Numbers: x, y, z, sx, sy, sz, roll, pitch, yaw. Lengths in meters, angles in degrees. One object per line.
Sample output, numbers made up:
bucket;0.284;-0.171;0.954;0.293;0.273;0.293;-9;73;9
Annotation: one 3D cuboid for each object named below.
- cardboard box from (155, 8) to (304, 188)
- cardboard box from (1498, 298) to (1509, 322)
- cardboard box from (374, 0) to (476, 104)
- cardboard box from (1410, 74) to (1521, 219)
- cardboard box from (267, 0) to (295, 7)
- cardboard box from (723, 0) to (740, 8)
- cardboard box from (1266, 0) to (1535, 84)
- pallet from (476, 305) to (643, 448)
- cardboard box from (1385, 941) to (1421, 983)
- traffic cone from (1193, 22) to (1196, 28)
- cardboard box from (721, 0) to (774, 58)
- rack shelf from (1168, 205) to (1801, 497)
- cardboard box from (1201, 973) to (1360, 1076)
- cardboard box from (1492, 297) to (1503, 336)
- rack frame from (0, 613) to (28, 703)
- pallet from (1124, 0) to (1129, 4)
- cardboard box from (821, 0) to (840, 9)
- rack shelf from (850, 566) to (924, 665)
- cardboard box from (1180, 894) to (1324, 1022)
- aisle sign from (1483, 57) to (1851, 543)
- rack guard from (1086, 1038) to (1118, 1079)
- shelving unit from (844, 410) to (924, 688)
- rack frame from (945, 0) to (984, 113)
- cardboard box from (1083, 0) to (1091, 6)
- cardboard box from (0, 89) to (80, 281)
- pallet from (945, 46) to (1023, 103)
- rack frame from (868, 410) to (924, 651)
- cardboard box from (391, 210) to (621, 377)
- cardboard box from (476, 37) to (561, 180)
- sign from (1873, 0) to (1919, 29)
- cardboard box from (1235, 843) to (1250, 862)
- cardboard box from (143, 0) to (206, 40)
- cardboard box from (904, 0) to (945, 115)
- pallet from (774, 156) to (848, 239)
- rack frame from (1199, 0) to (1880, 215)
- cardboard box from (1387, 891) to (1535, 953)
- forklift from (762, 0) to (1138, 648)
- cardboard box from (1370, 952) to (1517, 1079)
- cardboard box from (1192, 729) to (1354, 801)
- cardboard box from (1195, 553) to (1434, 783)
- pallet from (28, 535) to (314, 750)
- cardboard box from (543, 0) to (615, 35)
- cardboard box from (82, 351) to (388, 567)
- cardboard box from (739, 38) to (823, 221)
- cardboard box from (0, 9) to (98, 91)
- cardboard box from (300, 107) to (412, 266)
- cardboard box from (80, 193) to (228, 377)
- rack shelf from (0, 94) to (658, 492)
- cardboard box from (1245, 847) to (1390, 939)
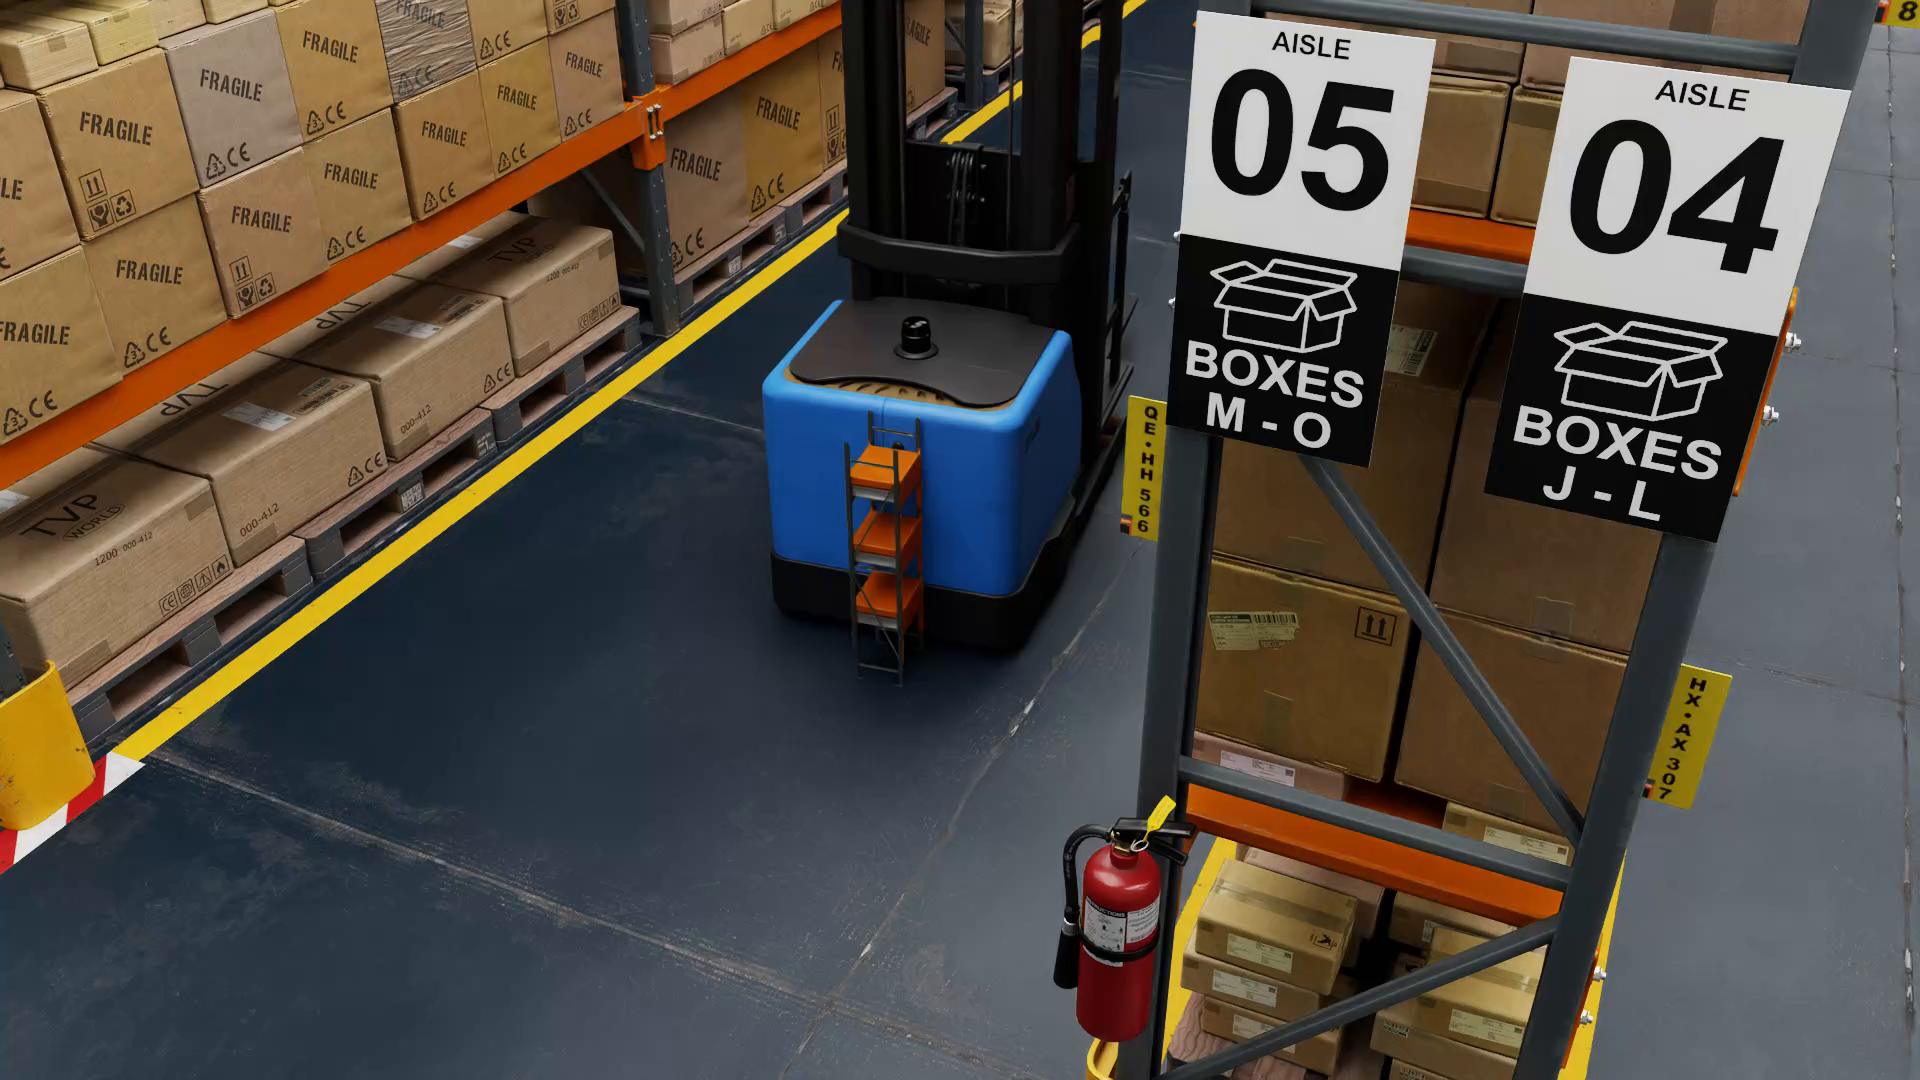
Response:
cardboard box;-2.783;-1.623;5.987;0.500;0.500;0.500;14;36;20
cardboard box;1.512;-0.387;3.831;0.500;0.500;0.500;15;36;22
cardboard box;-2.358;-2.120;6.744;0.500;0.500;0.500;15;36;21
cardboard box;0.828;-0.866;3.237;0.500;0.250;0.500;13;36;19
cardboard box;-2.574;-2.080;6.092;0.380;0.149;0.250;13;36;19
cardboard box;-1.354;-3.032;8.819;0.500;0.250;0.500;15;36;21
cardboard box;0.839;-1.076;3.101;0.500;0.250;0.500;13;35;19
pallet;-2.376;-0.938;8.488;1.003;0.211;1.213;14;36;20
cardboard box;1.423;1.293;4.760;0.380;0.149;0.250;14;36;20
traffic cone;2.113;-4.449;13.614;0.336;0.463;0.334;14;36;20
cardboard box;-1.348;-2.819;8.950;0.500;0.250;0.500;13;36;19
rack shelf;1.714;-1.337;4.474;1.077;0.370;4.000;14;36;20
cardboard box;0.908;1.319;4.719;0.380;0.149;0.250;15;36;21
cardboard box;1.055;-0.509;4.016;0.500;0.500;0.500;13;35;19
rack frame;-3.661;-0.473;5.235;1.000;3.000;0.127;14;36;20
pallet;1.035;-4.895;14.523;1.003;0.211;1.213;14;36;20
cardboard box;-0.902;-3.317;9.710;0.500;0.250;0.500;14;36;20
rack shelf;-0.276;0.289;6.378;0.215;0.259;0.240;10;34;14
cardboard box;0.839;1.177;4.666;0.380;0.149;0.250;13;36;19
aisle sign;1.120;-0.369;2.707;0.394;0.787;0.004;14;36;20
rack guard;0.909;1.620;4.323;1.175;0.500;0.348;14;36;20
shelving unit;-0.276;0.048;6.219;0.215;1.050;0.252;10;34;14
rack frame;-0.314;-4.457;11.312;1.000;3.000;0.127;14;36;20
cardboard box;0.556;-4.558;13.480;0.950;0.372;0.625;15;36;22
cardboard box;-3.201;-1.106;5.199;0.500;0.500;0.500;13;36;19
pallet;0.015;-3.680;12.669;1.003;0.211;1.213;14;36;20
rack frame;-0.240;-0.016;6.317;0.200;1.050;0.008;10;34;14
cardboard box;-2.347;-1.281;8.421;0.875;0.438;0.875;14;36;20
cardboard box;-2.159;-1.959;7.412;0.500;0.500;0.500;13;36;19
sign;1.371;-0.883;2.328;0.100;0.325;0.005;14;36;20
cardboard box;1.055;0.917;5.061;0.380;0.149;0.250;13;35;19
cardboard box;-2.847;-1.845;5.734;0.380;0.149;0.250;15;36;21
cardboard box;-0.678;-3.419;11.283;0.875;0.875;0.875;14;36;20
pallet;-1.224;-2.310;10.580;1.003;0.211;1.213;14;36;20
rack frame;0.878;-1.896;1.935;1.000;3.000;0.127;14;36;20
cardboard box;1.411;1.033;4.614;0.380;0.149;0.250;15;36;21
forklift;0.167;-1.608;7.029;1.130;2.935;3.031;10;34;14
cardboard box;1.330;1.303;4.473;0.380;0.149;0.250;16;36;22
cardboard box;0.757;0.491;3.995;0.380;0.149;0.250;14;36;21
cardboard box;0.832;0.164;3.902;0.500;0.500;0.500;15;36;21
pallet;-3.397;0.277;6.635;1.003;0.211;1.213;14;36;20
cardboard box;-1.934;-2.626;7.517;0.500;0.500;0.500;14;36;20
cardboard box;-3.100;-0.386;7.057;0.875;0.438;0.875;15;36;22
cardboard box;-1.430;-2.531;9.929;0.875;0.875;0.875;15;36;22
cardboard box;-3.003;-1.567;5.310;0.380;0.149;0.250;15;36;22
cardboard box;-2.589;-1.448;6.632;0.500;0.500;0.500;15;36;22
cardboard box;-3.013;-0.946;5.866;0.500;0.500;0.500;14;36;20
rack shelf;-2.824;-1.168;6.952;1.077;0.370;4.000;14;36;20
cardboard box;1.026;0.947;4.745;0.380;0.149;0.250;15;36;21
